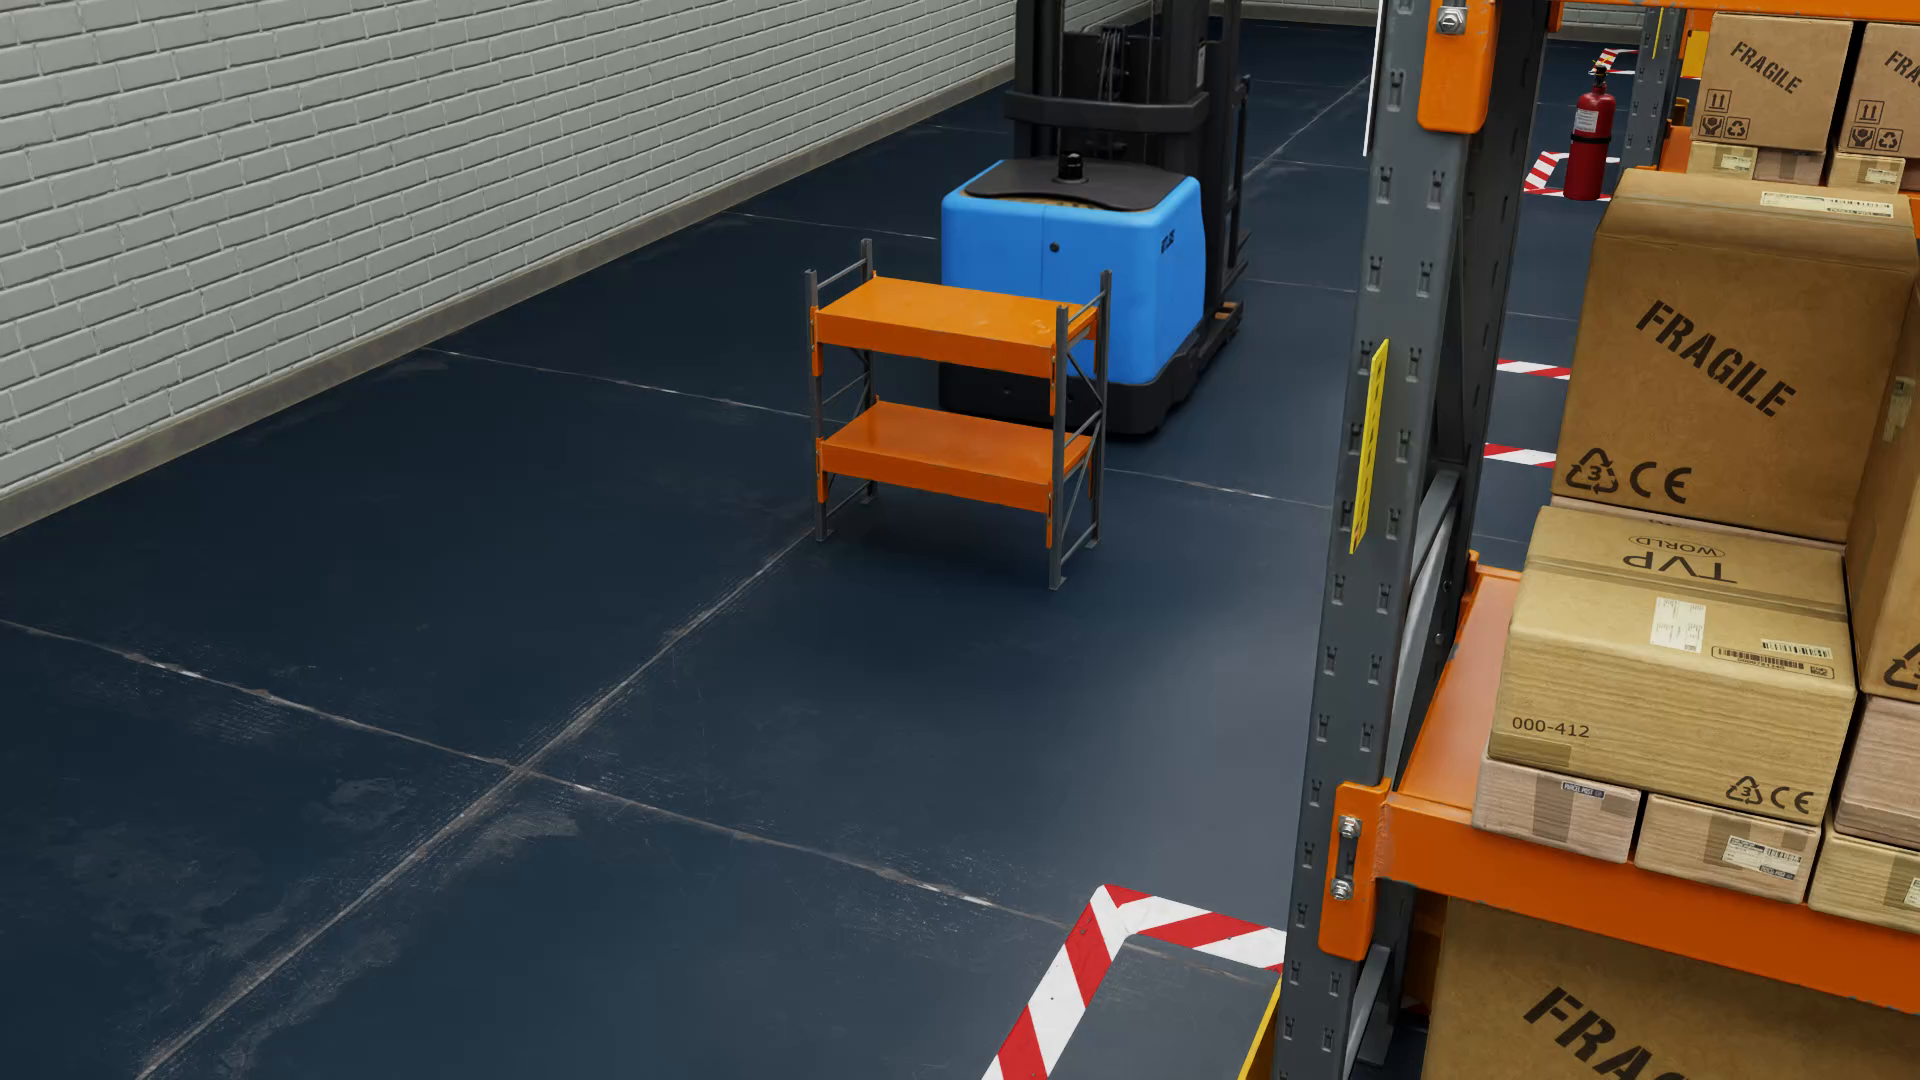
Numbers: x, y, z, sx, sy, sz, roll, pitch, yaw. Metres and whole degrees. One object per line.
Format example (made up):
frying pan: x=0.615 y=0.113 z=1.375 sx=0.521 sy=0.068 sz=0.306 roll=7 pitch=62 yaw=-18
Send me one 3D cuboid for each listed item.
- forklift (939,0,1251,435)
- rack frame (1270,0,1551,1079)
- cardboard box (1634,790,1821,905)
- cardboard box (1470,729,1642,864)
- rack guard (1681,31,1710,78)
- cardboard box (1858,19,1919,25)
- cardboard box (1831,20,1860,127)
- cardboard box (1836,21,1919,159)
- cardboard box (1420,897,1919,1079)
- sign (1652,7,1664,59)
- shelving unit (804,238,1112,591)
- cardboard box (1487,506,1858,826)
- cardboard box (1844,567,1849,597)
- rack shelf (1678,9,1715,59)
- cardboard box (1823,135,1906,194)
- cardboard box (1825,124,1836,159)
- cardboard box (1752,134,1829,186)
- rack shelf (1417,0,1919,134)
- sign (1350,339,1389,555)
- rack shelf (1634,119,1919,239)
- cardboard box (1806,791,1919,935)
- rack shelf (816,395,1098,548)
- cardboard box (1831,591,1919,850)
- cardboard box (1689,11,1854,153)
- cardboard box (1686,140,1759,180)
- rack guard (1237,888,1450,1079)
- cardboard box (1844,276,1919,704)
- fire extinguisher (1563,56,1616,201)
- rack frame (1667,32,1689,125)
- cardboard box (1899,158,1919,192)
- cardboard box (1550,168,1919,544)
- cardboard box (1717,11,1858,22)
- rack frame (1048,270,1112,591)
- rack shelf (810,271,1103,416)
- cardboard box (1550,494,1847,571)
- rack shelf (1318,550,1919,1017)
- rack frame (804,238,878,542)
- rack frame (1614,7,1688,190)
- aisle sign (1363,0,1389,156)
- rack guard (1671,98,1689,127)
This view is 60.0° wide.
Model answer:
forklift: x=0.900 y=-2.422 z=8.352 sx=1.130 sy=2.935 sz=3.031 roll=10 pitch=28 yaw=19
rack frame: x=0.868 y=0.060 z=3.233 sx=0.127 sy=3.000 sz=1.000 roll=11 pitch=28 yaw=22
cardboard box: x=1.289 y=0.416 z=2.793 sx=0.250 sy=0.149 sz=0.380 roll=11 pitch=28 yaw=21
cardboard box: x=1.054 y=0.370 z=2.887 sx=0.250 sy=0.149 sz=0.380 roll=12 pitch=29 yaw=22
rack guard: x=7.091 y=-4.786 z=15.905 sx=0.348 sy=0.500 sz=1.175 roll=11 pitch=28 yaw=22
cardboard box: x=3.774 y=-2.264 z=6.371 sx=0.500 sy=0.500 sz=0.500 roll=12 pitch=29 yaw=23
cardboard box: x=3.995 y=-2.019 z=7.006 sx=0.500 sy=0.500 sz=0.500 roll=11 pitch=28 yaw=21
cardboard box: x=3.805 y=-1.814 z=6.588 sx=0.500 sy=0.500 sz=0.500 roll=11 pitch=28 yaw=22
cardboard box: x=1.484 y=0.909 z=3.437 sx=0.875 sy=0.875 sz=0.875 roll=11 pitch=28 yaw=22
sign: x=2.789 y=-2.086 z=6.611 sx=0.005 sy=0.325 sz=0.100 roll=11 pitch=28 yaw=22
shelving unit: x=-0.006 y=-0.506 z=6.504 sx=1.048 sy=1.125 sz=0.538 roll=11 pitch=28 yaw=22
cardboard box: x=1.193 y=0.190 z=2.801 sx=0.500 sy=0.250 sz=0.500 roll=11 pitch=28 yaw=20
cardboard box: x=1.880 y=0.069 z=3.048 sx=0.500 sy=0.250 sz=0.500 roll=11 pitch=28 yaw=21
rack shelf: x=6.791 y=-3.236 z=10.742 sx=4.000 sy=0.370 sz=1.077 roll=11 pitch=28 yaw=22
cardboard box: x=3.644 y=-1.512 z=6.709 sx=0.250 sy=0.149 sz=0.380 roll=11 pitch=28 yaw=20
cardboard box: x=3.872 y=-1.757 z=7.207 sx=0.250 sy=0.149 sz=0.380 roll=11 pitch=28 yaw=21
cardboard box: x=3.421 y=-1.582 z=6.853 sx=0.250 sy=0.149 sz=0.380 roll=12 pitch=29 yaw=24
rack shelf: x=2.689 y=-0.597 z=1.986 sx=4.000 sy=0.370 sz=1.077 roll=11 pitch=28 yaw=22
sign: x=0.633 y=-0.142 z=2.573 sx=0.005 sy=0.325 sz=0.100 roll=11 pitch=28 yaw=22
rack shelf: x=4.834 y=-1.228 z=6.662 sx=4.000 sy=0.370 sz=1.077 roll=11 pitch=28 yaw=22
cardboard box: x=1.522 y=0.463 z=2.698 sx=0.250 sy=0.149 sz=0.380 roll=11 pitch=28 yaw=21
rack shelf: x=-0.006 y=-0.287 z=6.612 sx=1.000 sy=0.278 sz=0.538 roll=11 pitch=28 yaw=22
cardboard box: x=1.669 y=0.282 z=2.614 sx=0.500 sy=0.250 sz=0.500 roll=11 pitch=28 yaw=21
cardboard box: x=3.307 y=-1.901 z=6.766 sx=0.500 sy=0.500 sz=0.500 roll=13 pitch=29 yaw=24
cardboard box: x=3.172 y=-1.612 z=6.913 sx=0.250 sy=0.149 sz=0.380 roll=11 pitch=28 yaw=21
rack guard: x=0.846 y=1.177 z=3.794 sx=0.348 sy=0.500 sz=1.175 roll=11 pitch=28 yaw=22
cardboard box: x=1.648 y=-0.055 z=2.450 sx=0.500 sy=0.500 sz=0.500 roll=11 pitch=28 yaw=21
fire extinguisher: x=2.975 y=-1.946 z=7.816 sx=0.183 sy=0.674 sz=0.296 roll=11 pitch=28 yaw=22
rack frame: x=4.970 y=-3.925 z=11.326 sx=0.127 sy=3.000 sz=1.000 roll=11 pitch=28 yaw=22
cardboard box: x=3.937 y=-1.519 z=6.725 sx=0.250 sy=0.149 sz=0.380 roll=13 pitch=29 yaw=24
cardboard box: x=1.420 y=-0.359 z=3.068 sx=0.500 sy=0.500 sz=0.500 roll=12 pitch=29 yaw=22
cardboard box: x=3.312 y=-2.354 z=6.554 sx=0.500 sy=0.500 sz=0.500 roll=11 pitch=28 yaw=21
rack frame: x=0.457 y=-0.413 z=6.315 sx=0.032 sy=1.125 sz=0.500 roll=11 pitch=28 yaw=22
rack shelf: x=-0.006 y=-0.768 z=6.375 sx=1.000 sy=0.278 sz=0.538 roll=11 pitch=28 yaw=22
cardboard box: x=1.419 y=-0.024 z=3.237 sx=0.500 sy=0.250 sz=0.500 roll=11 pitch=28 yaw=21
rack shelf: x=2.689 y=0.748 z=2.649 sx=4.000 sy=0.370 sz=1.077 roll=11 pitch=28 yaw=22
rack frame: x=-0.469 y=-0.599 z=6.693 sx=0.032 sy=1.125 sz=0.500 roll=11 pitch=28 yaw=22
rack frame: x=3.013 y=-1.916 z=7.246 sx=0.127 sy=3.000 sz=1.000 roll=11 pitch=28 yaw=22
aisle sign: x=0.678 y=-0.999 z=2.440 sx=0.004 sy=0.787 sz=0.394 roll=11 pitch=28 yaw=22
rack guard: x=4.948 y=-2.808 z=11.887 sx=0.348 sy=0.500 sz=1.175 roll=11 pitch=28 yaw=22
